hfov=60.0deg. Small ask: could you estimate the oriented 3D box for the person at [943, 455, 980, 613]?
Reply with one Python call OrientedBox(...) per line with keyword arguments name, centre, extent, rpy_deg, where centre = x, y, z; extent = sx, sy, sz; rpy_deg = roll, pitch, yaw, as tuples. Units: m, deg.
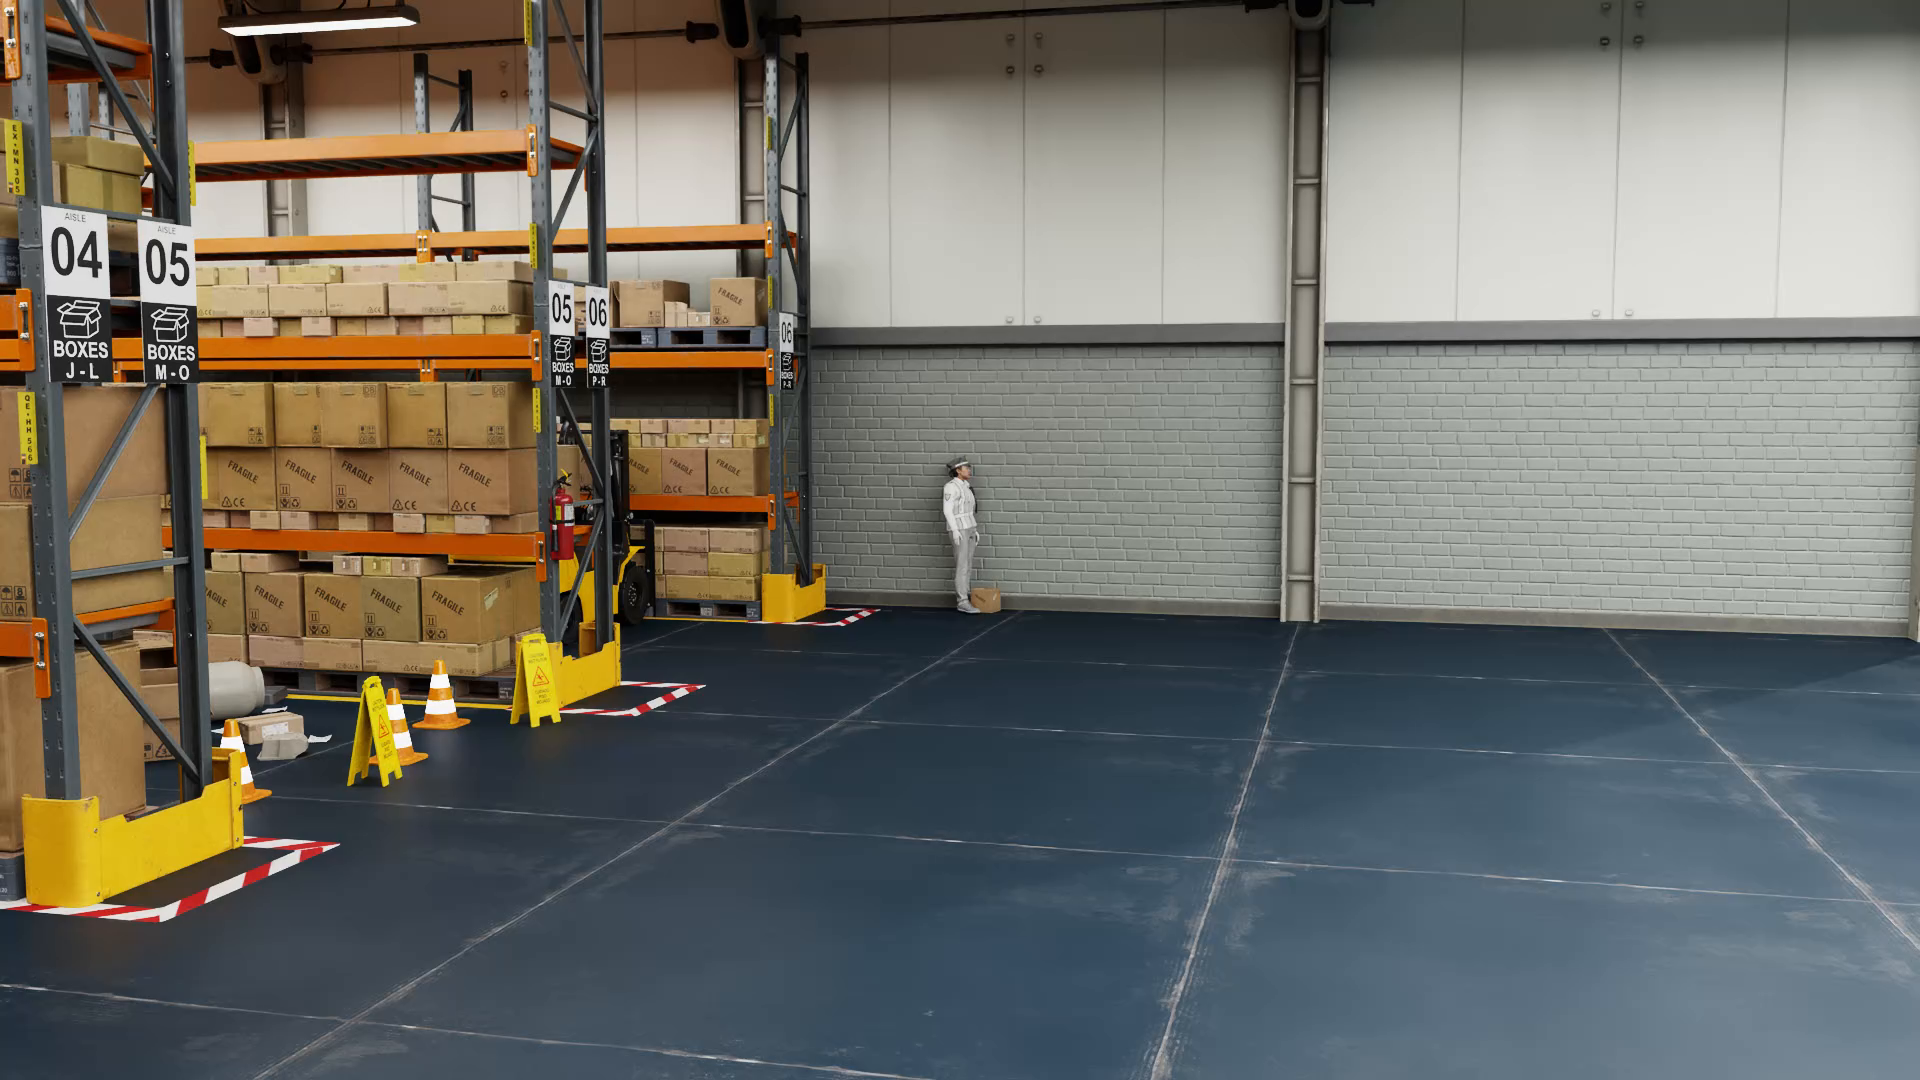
OrientedBox(name="person", centre=(0.084, -0.079, 18.160), extent=(0.531, 1.695, 0.587), rpy_deg=(2, 6, 27))
